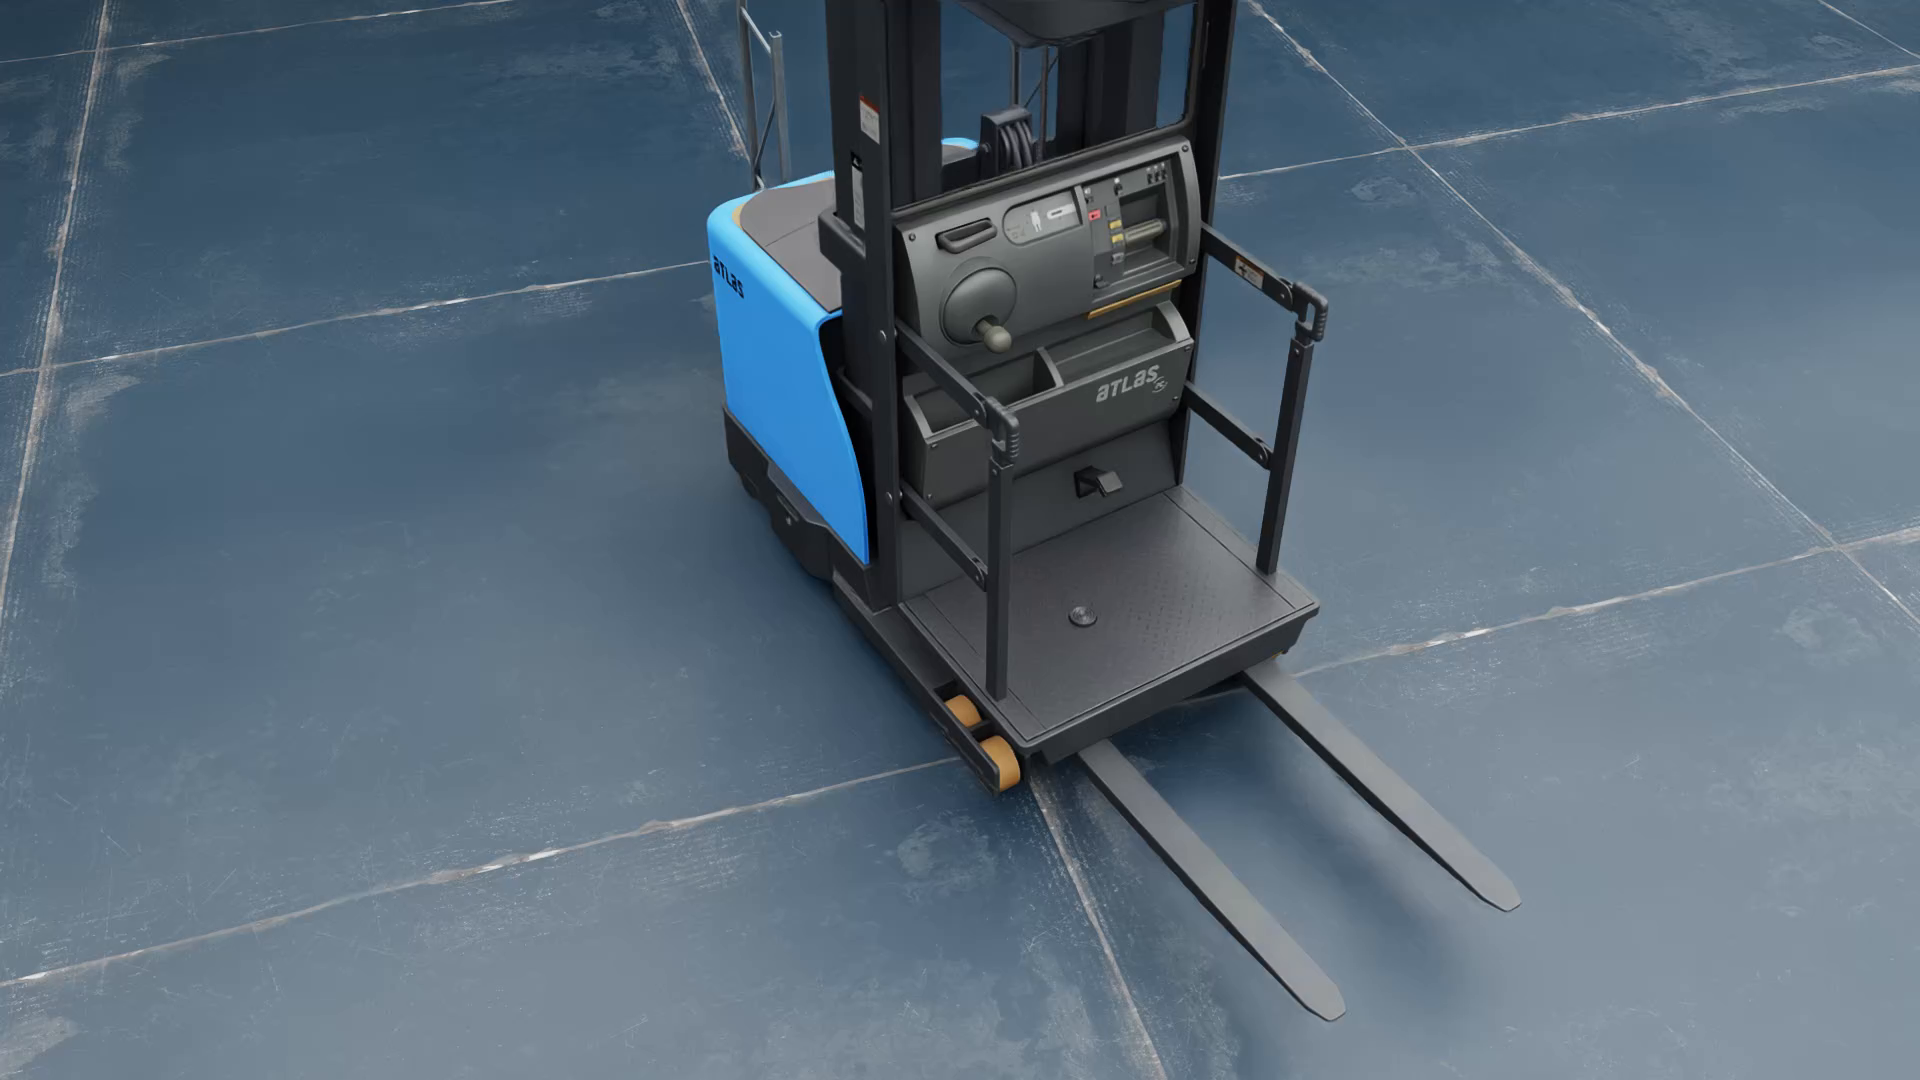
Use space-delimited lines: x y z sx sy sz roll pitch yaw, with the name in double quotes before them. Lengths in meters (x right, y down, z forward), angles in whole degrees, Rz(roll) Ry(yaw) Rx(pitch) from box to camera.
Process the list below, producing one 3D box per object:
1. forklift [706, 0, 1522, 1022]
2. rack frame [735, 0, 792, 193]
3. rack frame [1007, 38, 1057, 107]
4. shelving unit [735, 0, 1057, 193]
"forklift" 0.378 -0.718 4.344 1.130 2.935 3.031 -23 46 -24
"rack frame" -0.671 -1.197 5.981 0.032 1.500 0.500 -14 43 -15
"rack frame" 0.281 -1.431 6.249 0.032 1.500 0.500 -14 43 -15
"shelving unit" -0.195 -1.314 6.115 1.048 1.500 0.538 -14 43 -15
